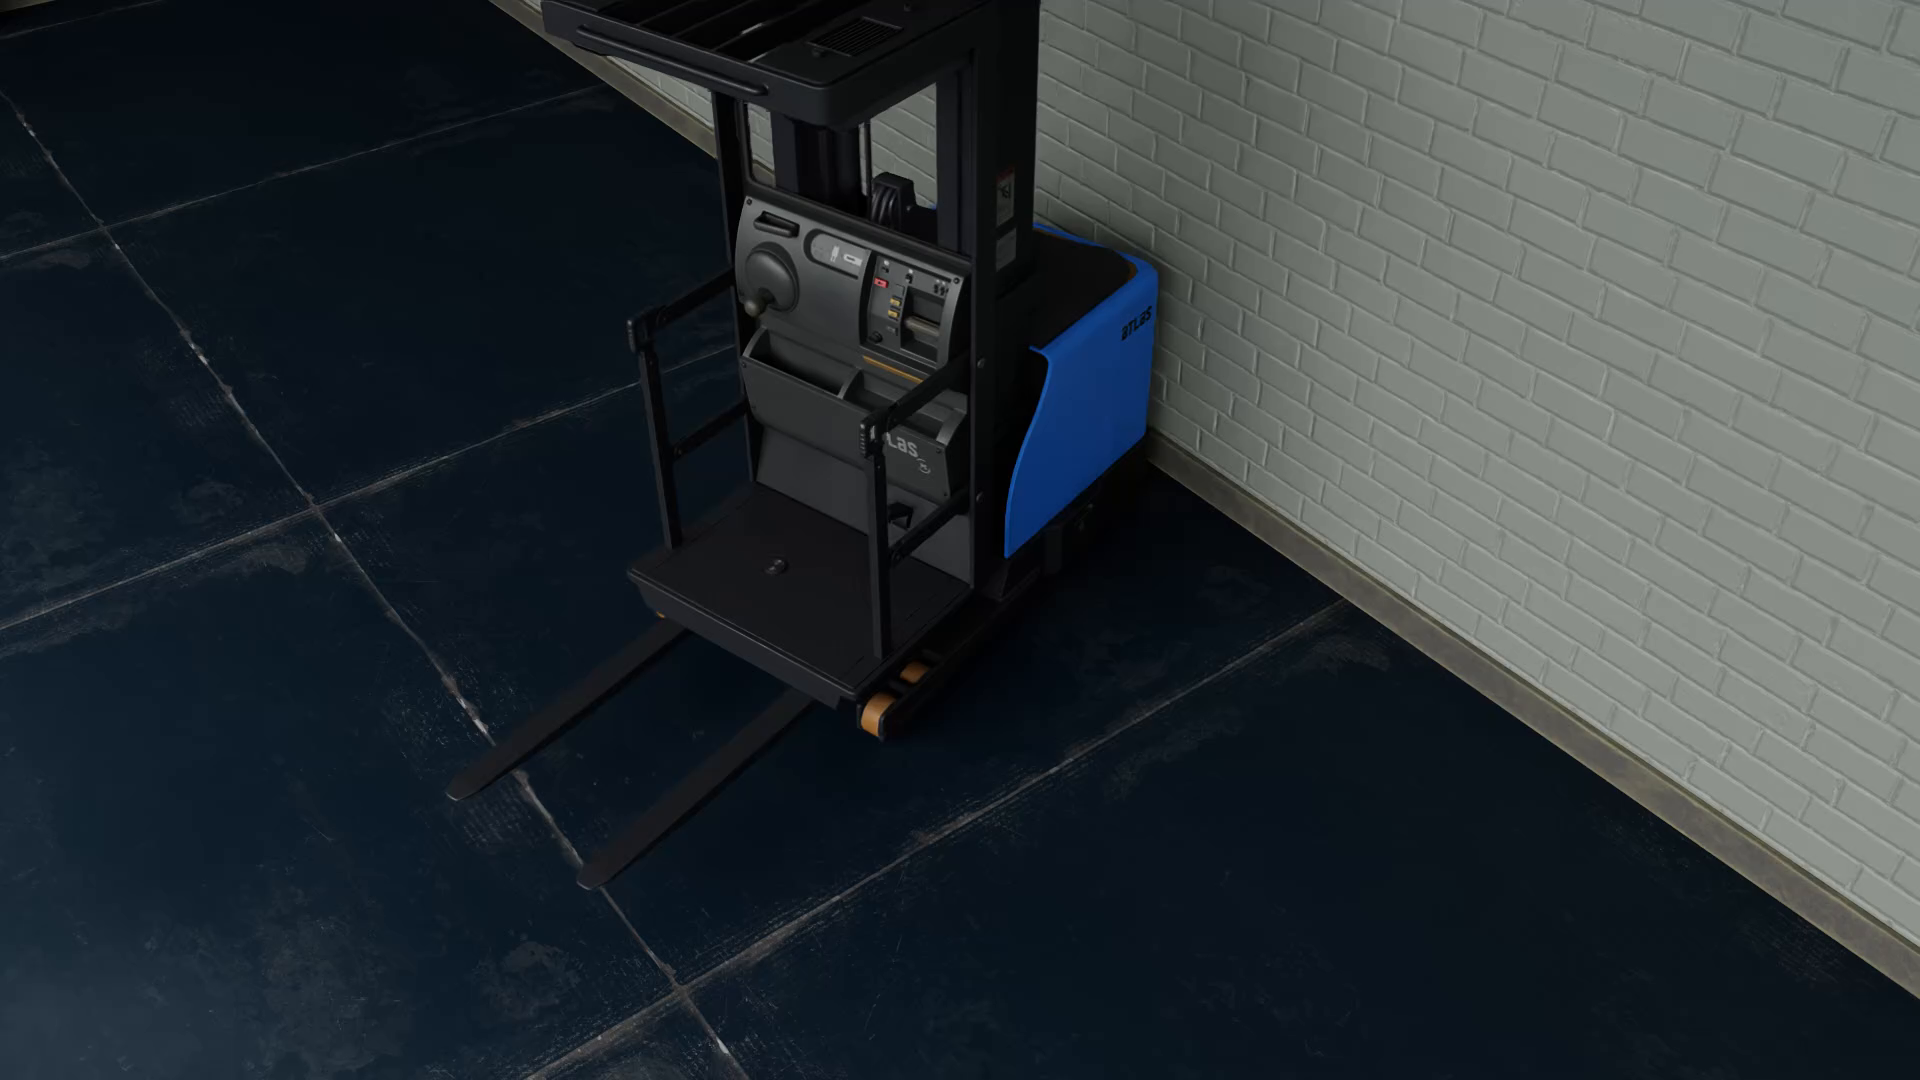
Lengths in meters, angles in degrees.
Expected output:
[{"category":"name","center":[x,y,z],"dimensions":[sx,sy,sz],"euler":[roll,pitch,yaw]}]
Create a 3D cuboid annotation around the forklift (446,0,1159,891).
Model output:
[{"category":"forklift","center":[-0.504,-0.785,5.396],"dimensions":[1.130,2.935,3.031],"euler":[25,46,27]}]
